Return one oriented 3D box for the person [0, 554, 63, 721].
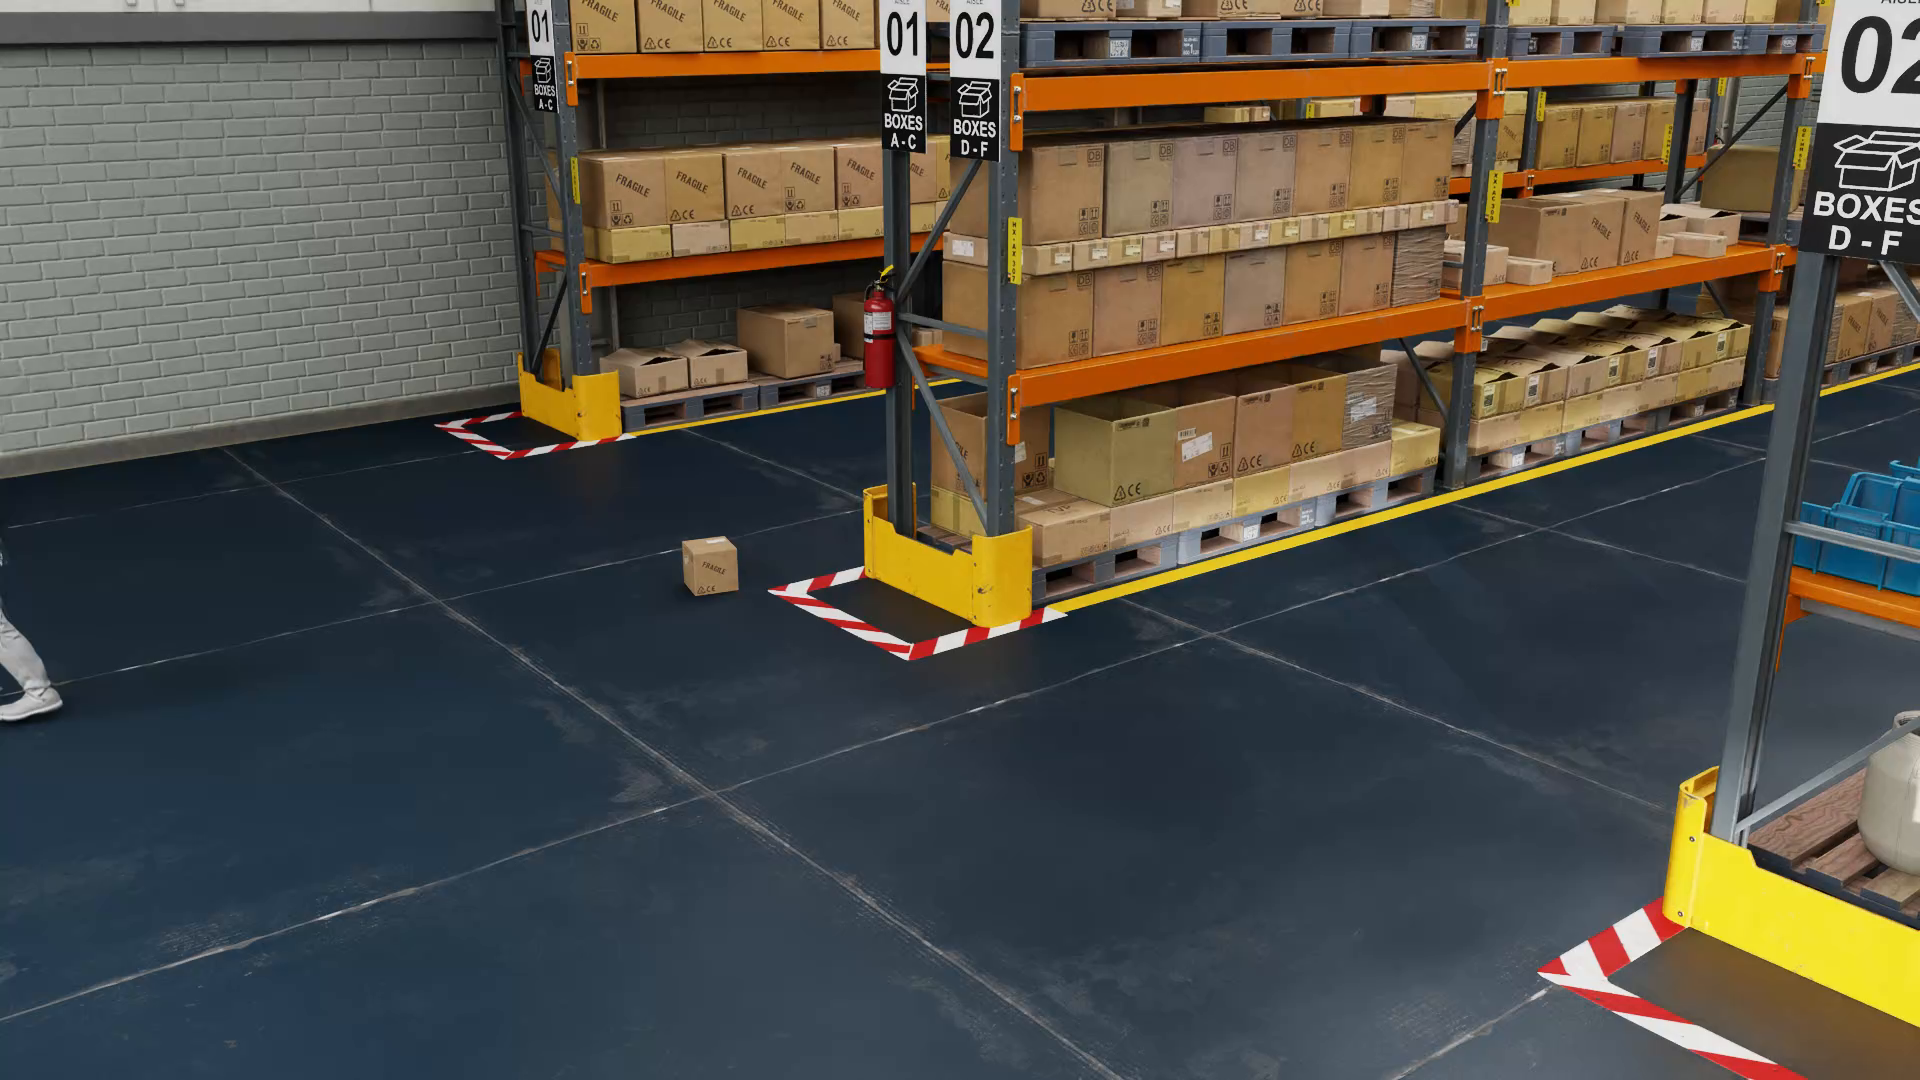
[{"bbox_3d":[-4.552,0.049,7.337,0.831,1.677,0.517,-8,19,-23],"label":"person"}]
